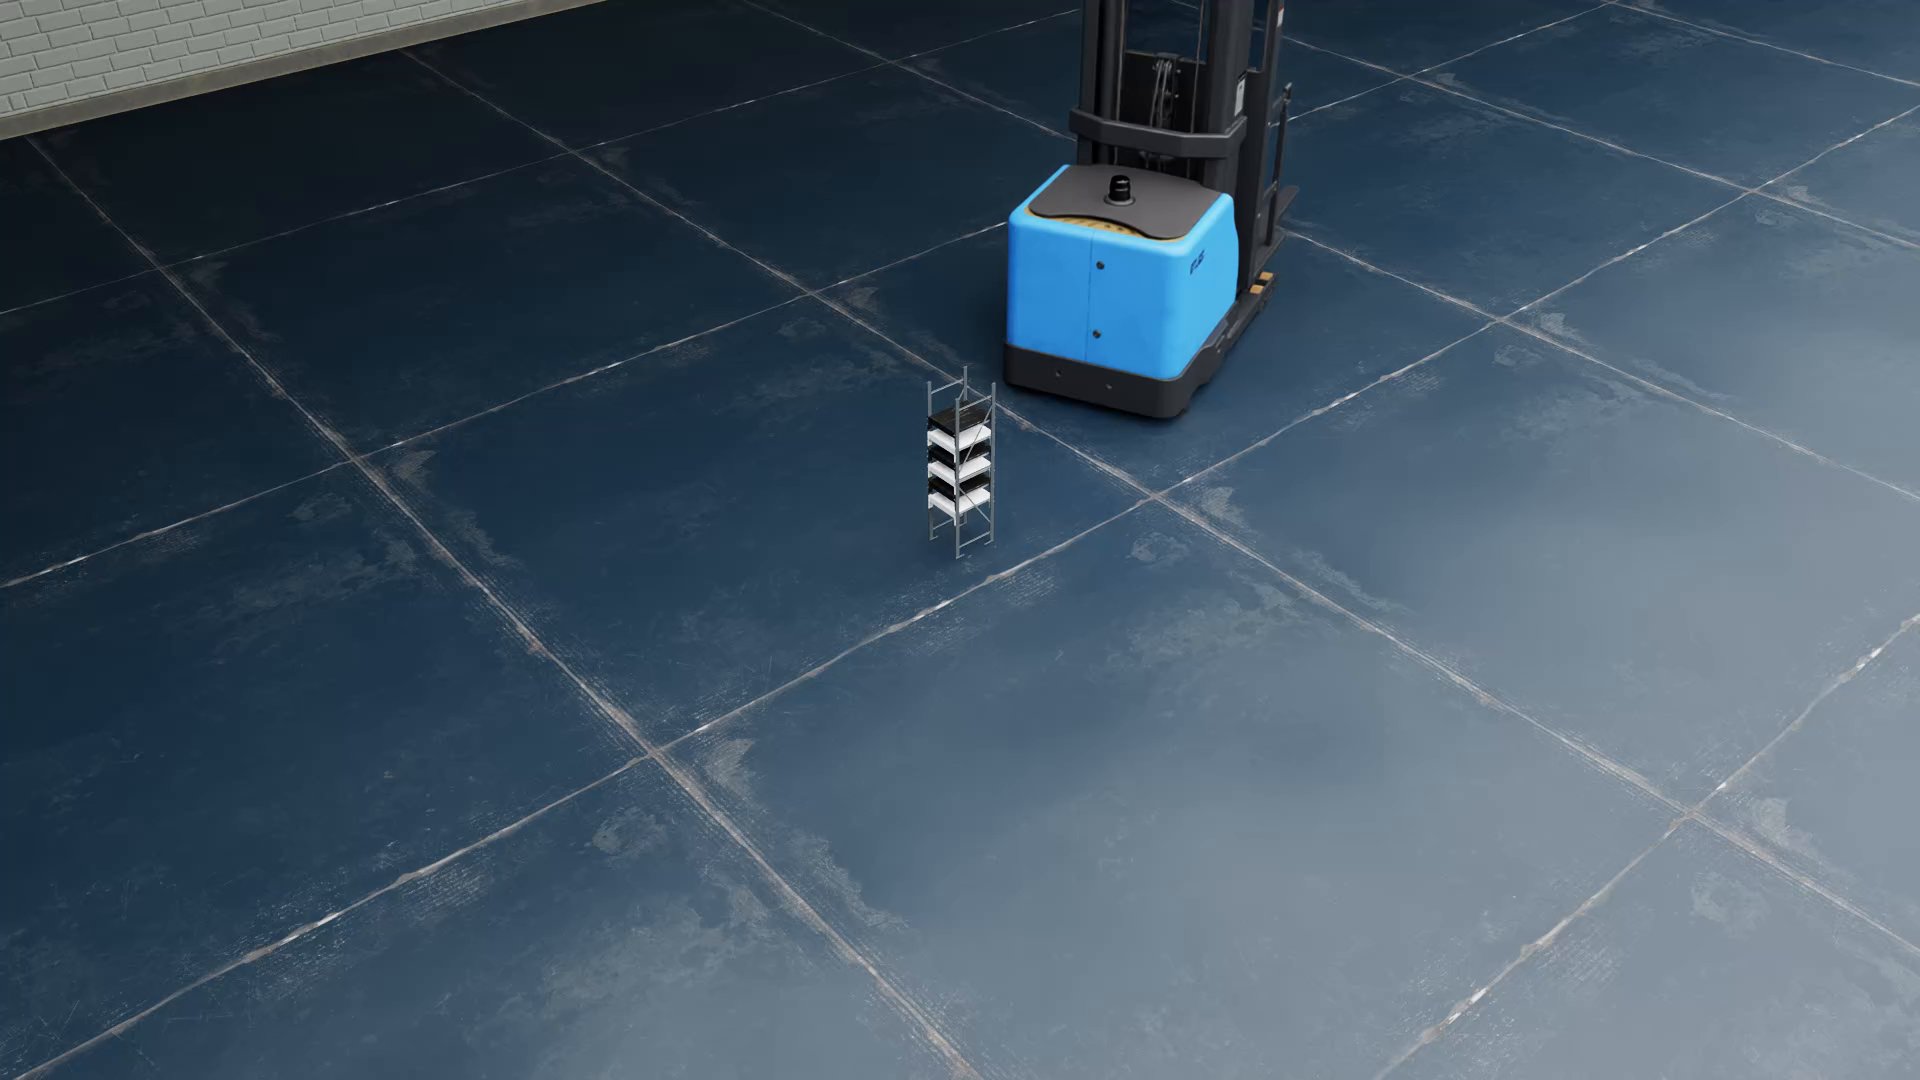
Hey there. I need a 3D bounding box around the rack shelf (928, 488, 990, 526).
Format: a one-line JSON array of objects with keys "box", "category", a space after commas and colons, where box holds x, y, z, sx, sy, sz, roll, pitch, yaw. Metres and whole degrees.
[{"box": [0.005, -0.190, 8.108, 0.258, 0.077, 0.200, -26, 43, -32], "category": "rack shelf"}]

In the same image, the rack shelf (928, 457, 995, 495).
[{"box": [0.005, -0.336, 8.004, 0.258, 0.077, 0.200, -26, 43, -32], "category": "rack shelf"}]

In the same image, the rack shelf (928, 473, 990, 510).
[{"box": [0.005, -0.263, 8.056, 0.258, 0.077, 0.200, -26, 43, -32], "category": "rack shelf"}]

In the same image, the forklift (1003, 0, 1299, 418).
[{"box": [1.335, -2.699, 9.524, 1.130, 2.935, 3.031, 15, 38, 21], "category": "forklift"}]

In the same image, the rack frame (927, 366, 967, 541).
[{"box": [-0.060, -0.409, 8.048, 0.240, 0.900, 0.006, -26, 43, -32], "category": "rack frame"}]

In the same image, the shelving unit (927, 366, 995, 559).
[{"box": [0.005, -0.364, 7.985, 0.258, 0.900, 0.210, -26, 43, -32], "category": "shelving unit"}]

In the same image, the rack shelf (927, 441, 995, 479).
[{"box": [0.005, -0.410, 7.952, 0.258, 0.077, 0.200, -26, 43, -32], "category": "rack shelf"}]

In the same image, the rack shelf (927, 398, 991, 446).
[{"box": [0.005, -0.557, 7.848, 0.258, 0.077, 0.200, -26, 43, -32], "category": "rack shelf"}]

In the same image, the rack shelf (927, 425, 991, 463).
[{"box": [0.005, -0.483, 7.900, 0.258, 0.077, 0.200, -26, 43, -32], "category": "rack shelf"}]

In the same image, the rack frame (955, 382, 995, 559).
[{"box": [0.071, -0.319, 7.921, 0.240, 0.900, 0.006, -26, 43, -32], "category": "rack frame"}]
